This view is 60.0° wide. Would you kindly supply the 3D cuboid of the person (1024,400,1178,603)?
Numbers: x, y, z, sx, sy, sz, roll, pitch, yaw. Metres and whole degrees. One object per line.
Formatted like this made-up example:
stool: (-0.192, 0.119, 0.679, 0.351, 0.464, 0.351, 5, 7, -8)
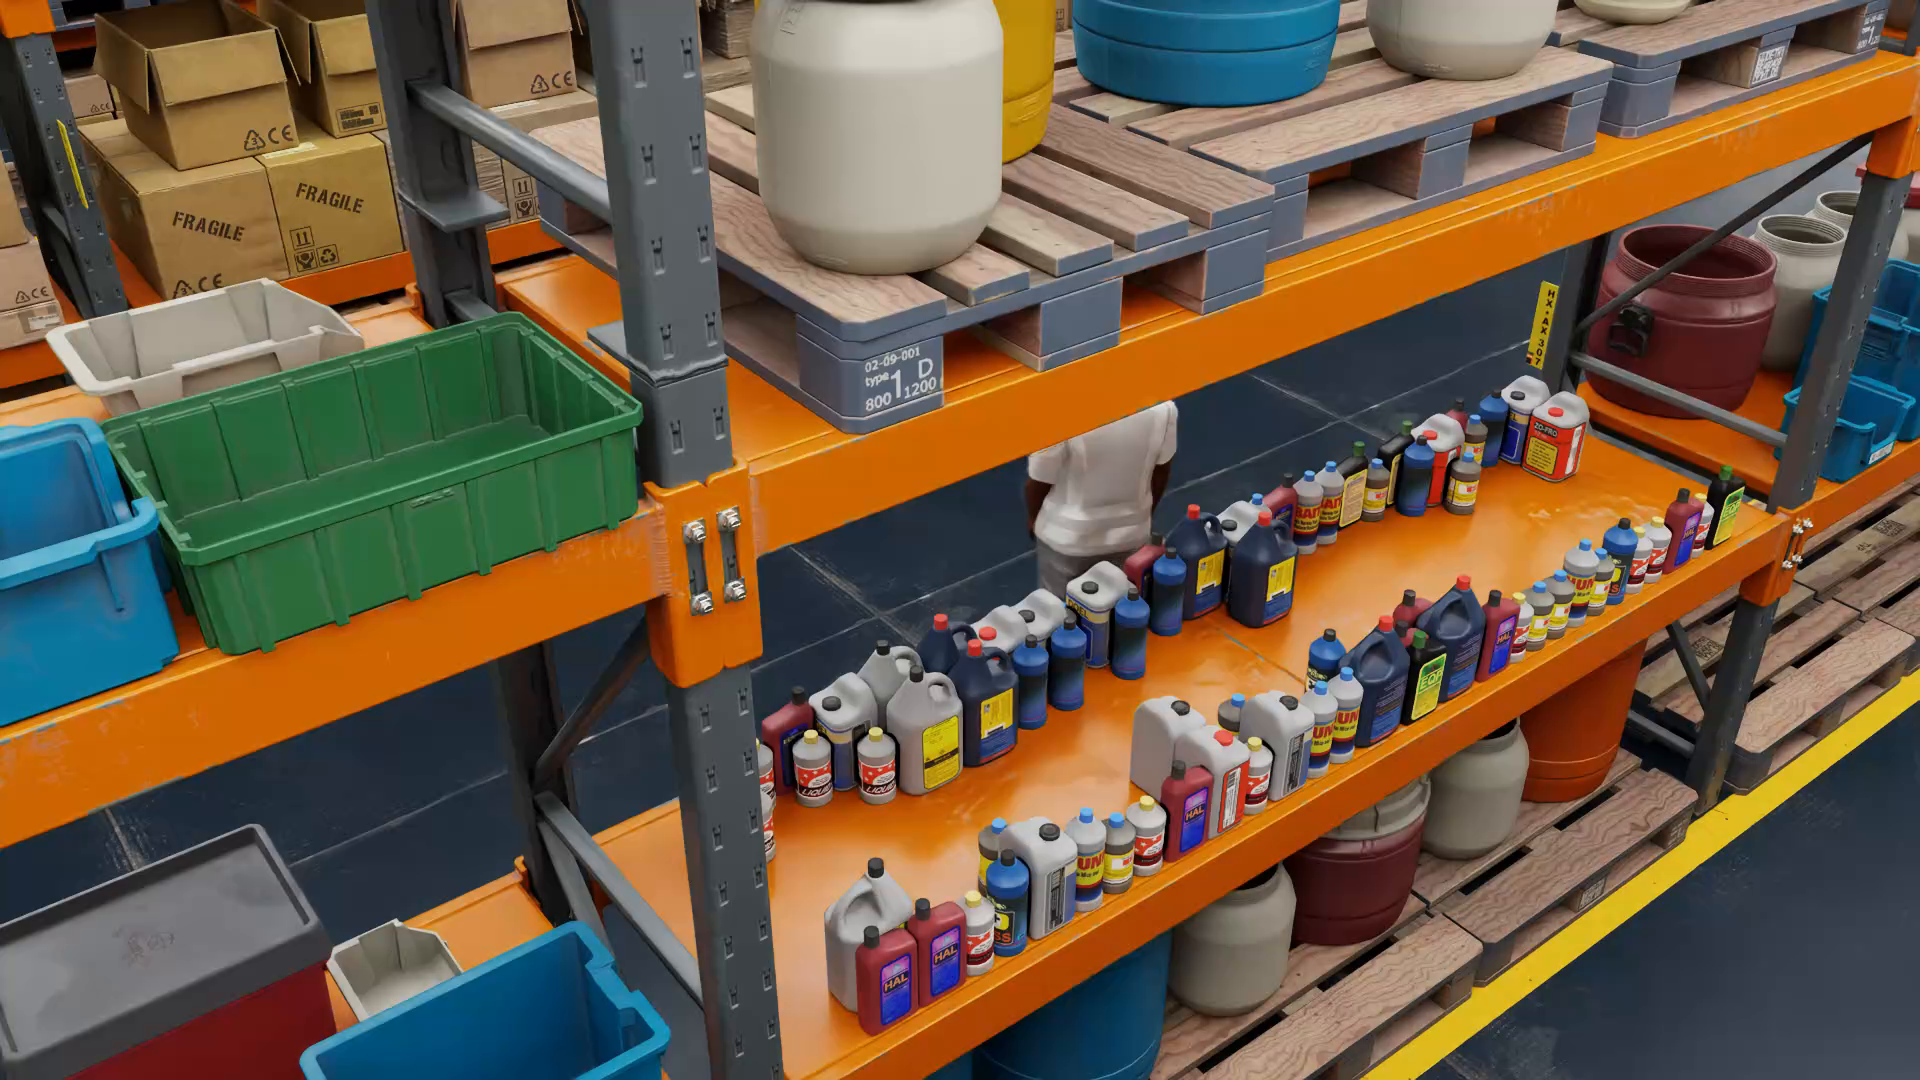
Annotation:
person: (0.502, -0.051, 6.152, 0.600, 1.775, 0.452, -10, 33, -16)
